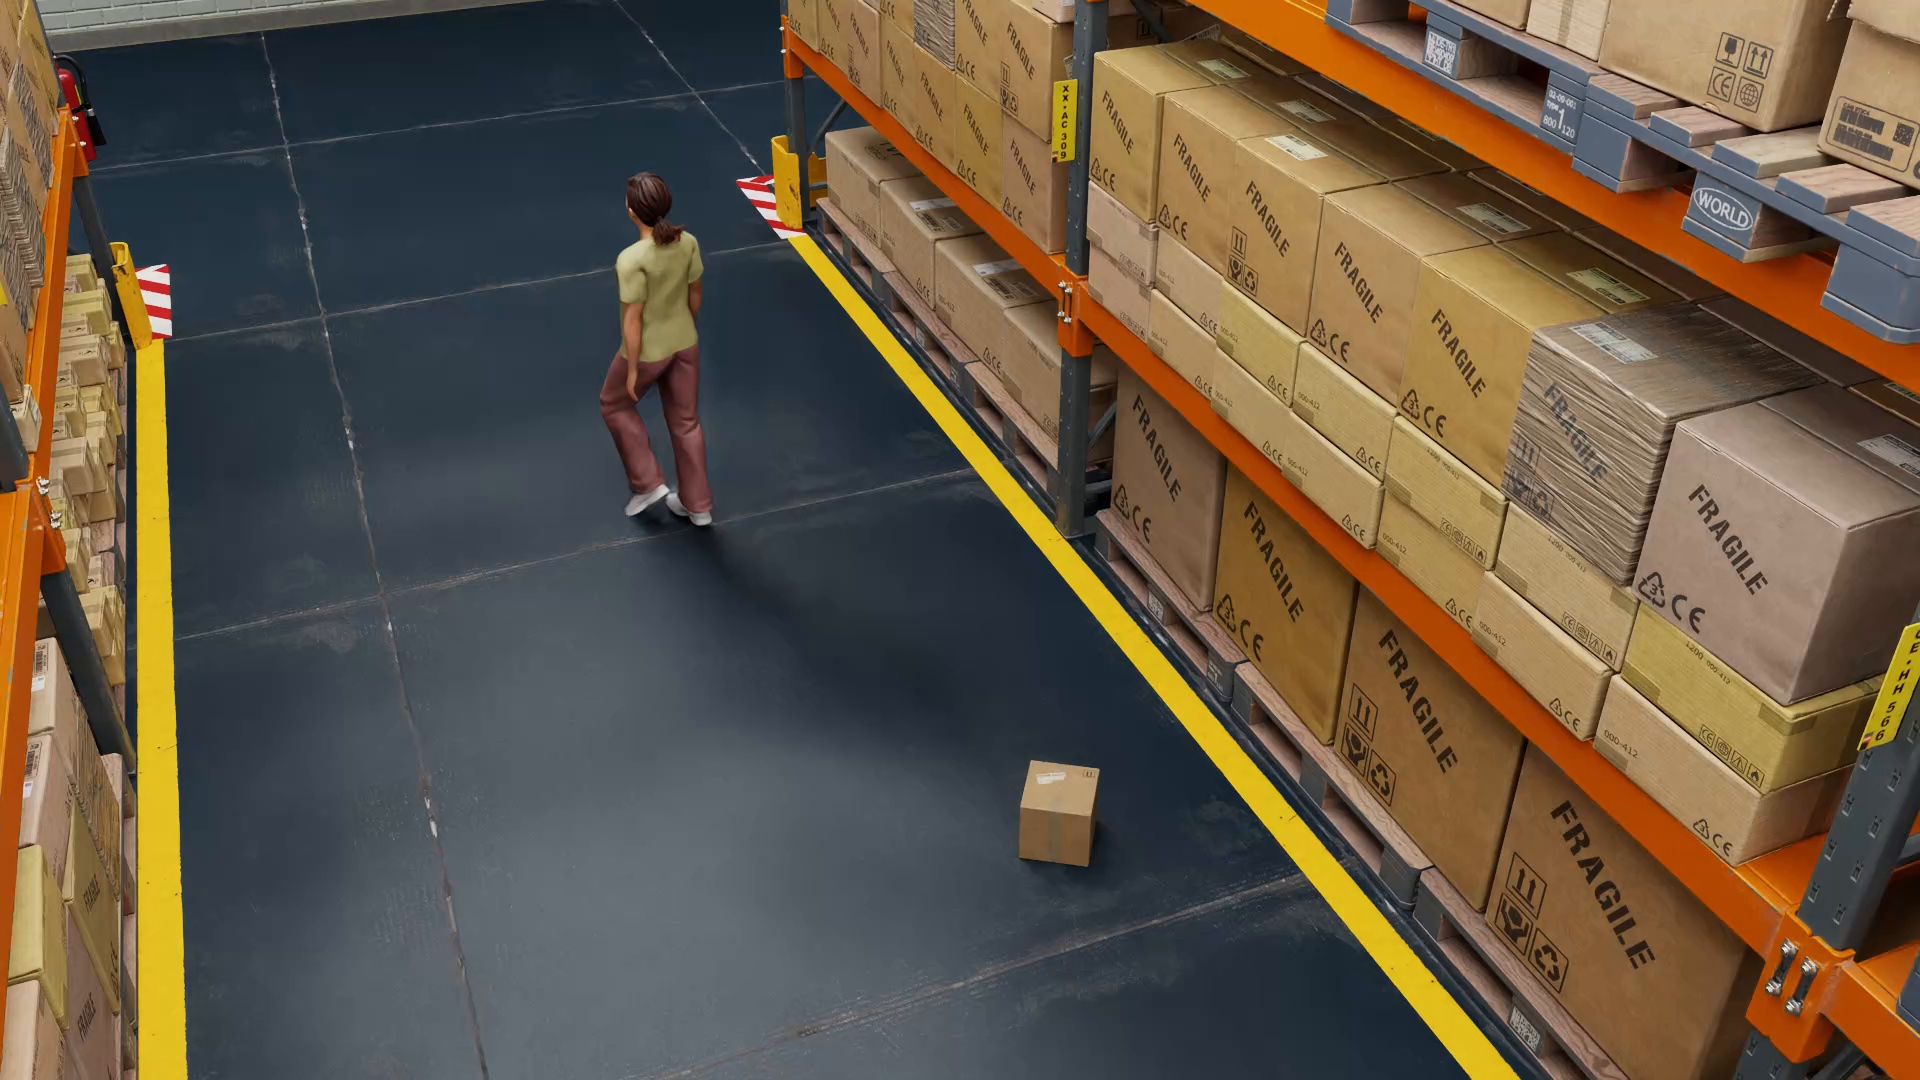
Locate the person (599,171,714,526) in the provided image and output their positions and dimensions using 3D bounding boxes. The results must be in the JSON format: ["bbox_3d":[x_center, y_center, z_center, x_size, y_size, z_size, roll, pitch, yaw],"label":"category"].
[{"bbox_3d":[-1.340,-0.821,7.384,0.479,1.720,0.511,-28,43,-35],"label":"person"}]
